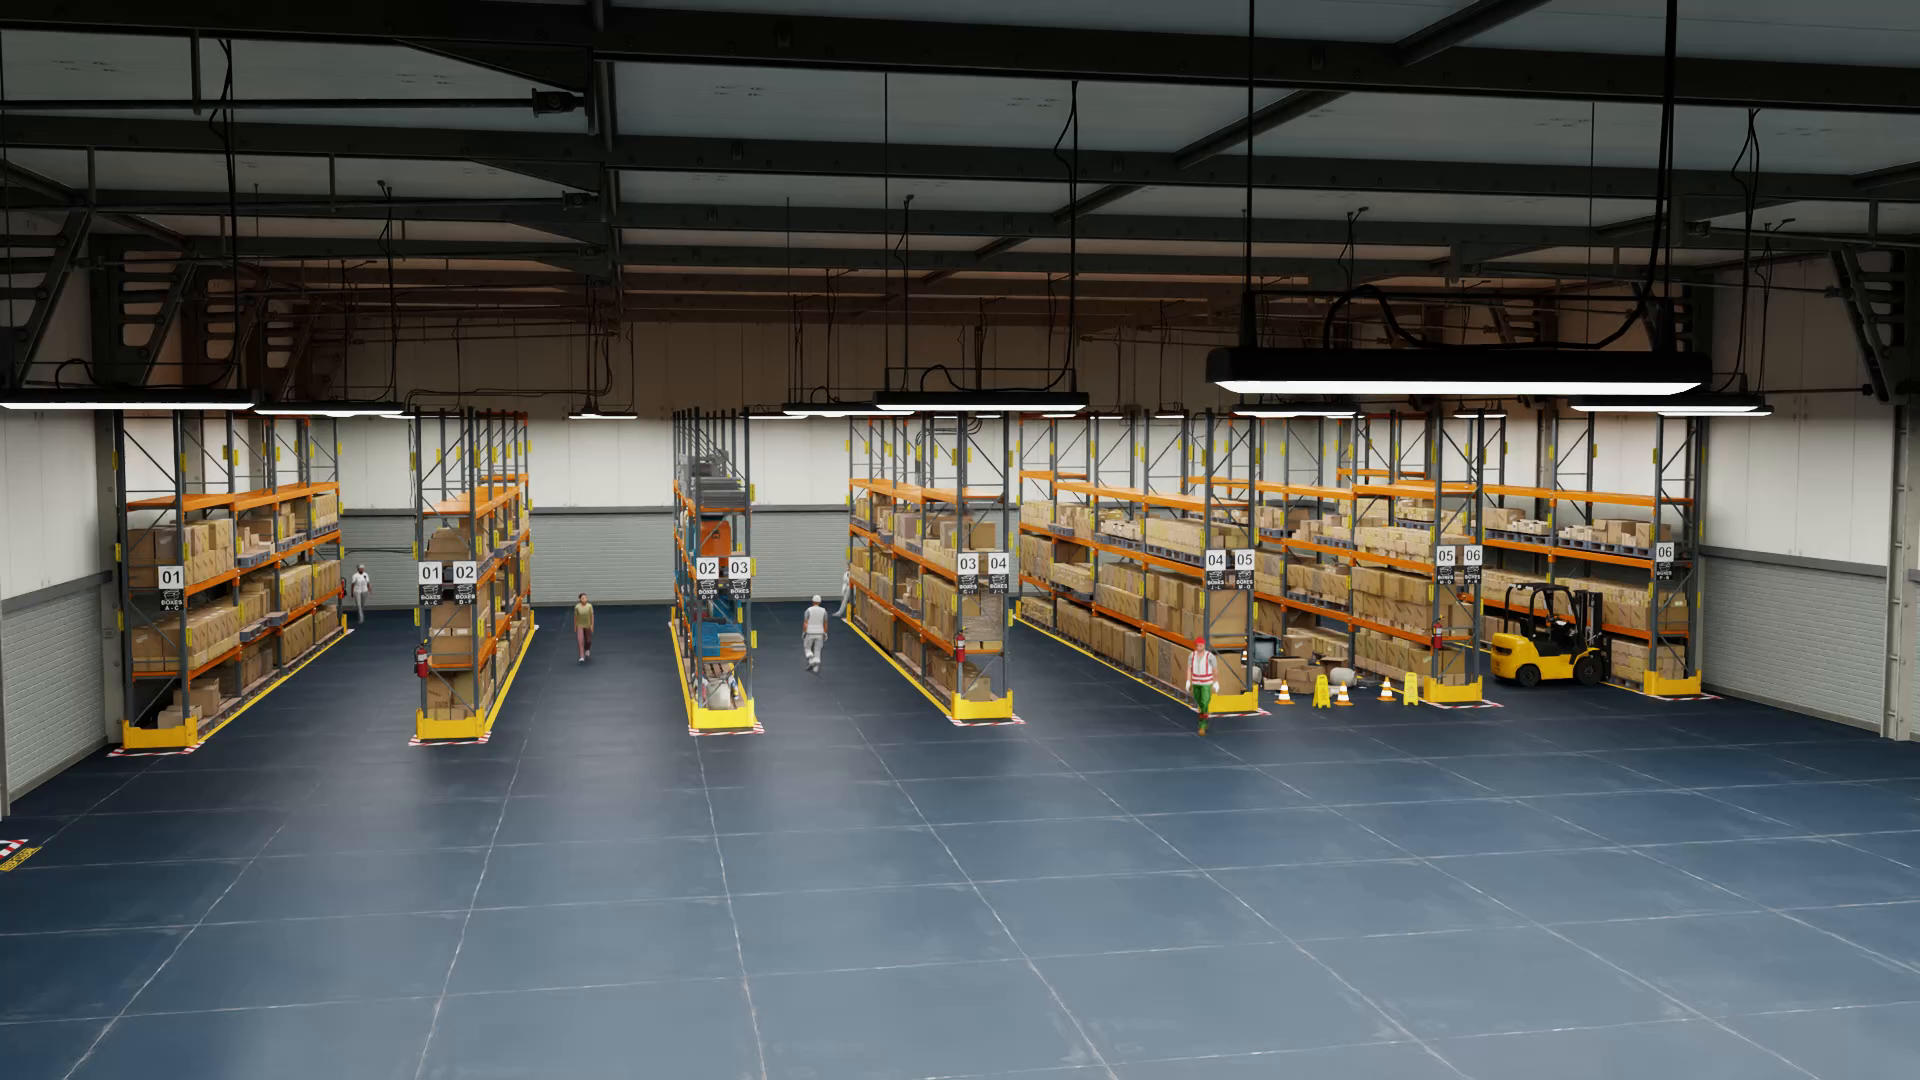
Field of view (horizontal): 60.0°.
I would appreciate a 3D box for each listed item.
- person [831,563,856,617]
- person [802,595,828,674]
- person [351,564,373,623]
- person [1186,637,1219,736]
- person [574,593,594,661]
[{"bbox_3d":[-3.285,1.449,48.774,1.054,1.591,0.460,-2,4,-25],"label":"person"},{"bbox_3d":[-3.284,2.142,37.697,0.588,1.783,0.511,-1,4,-11],"label":"person"},{"bbox_3d":[-17.145,1.496,47.659,0.519,1.651,0.976,-3,5,-36],"label":"person"},{"bbox_3d":[4.431,2.648,30.568,0.563,1.746,0.900,3,5,34],"label":"person"},{"bbox_3d":[-9.027,2.066,39.904,0.457,1.624,0.948,-1,4,-15],"label":"person"}]
